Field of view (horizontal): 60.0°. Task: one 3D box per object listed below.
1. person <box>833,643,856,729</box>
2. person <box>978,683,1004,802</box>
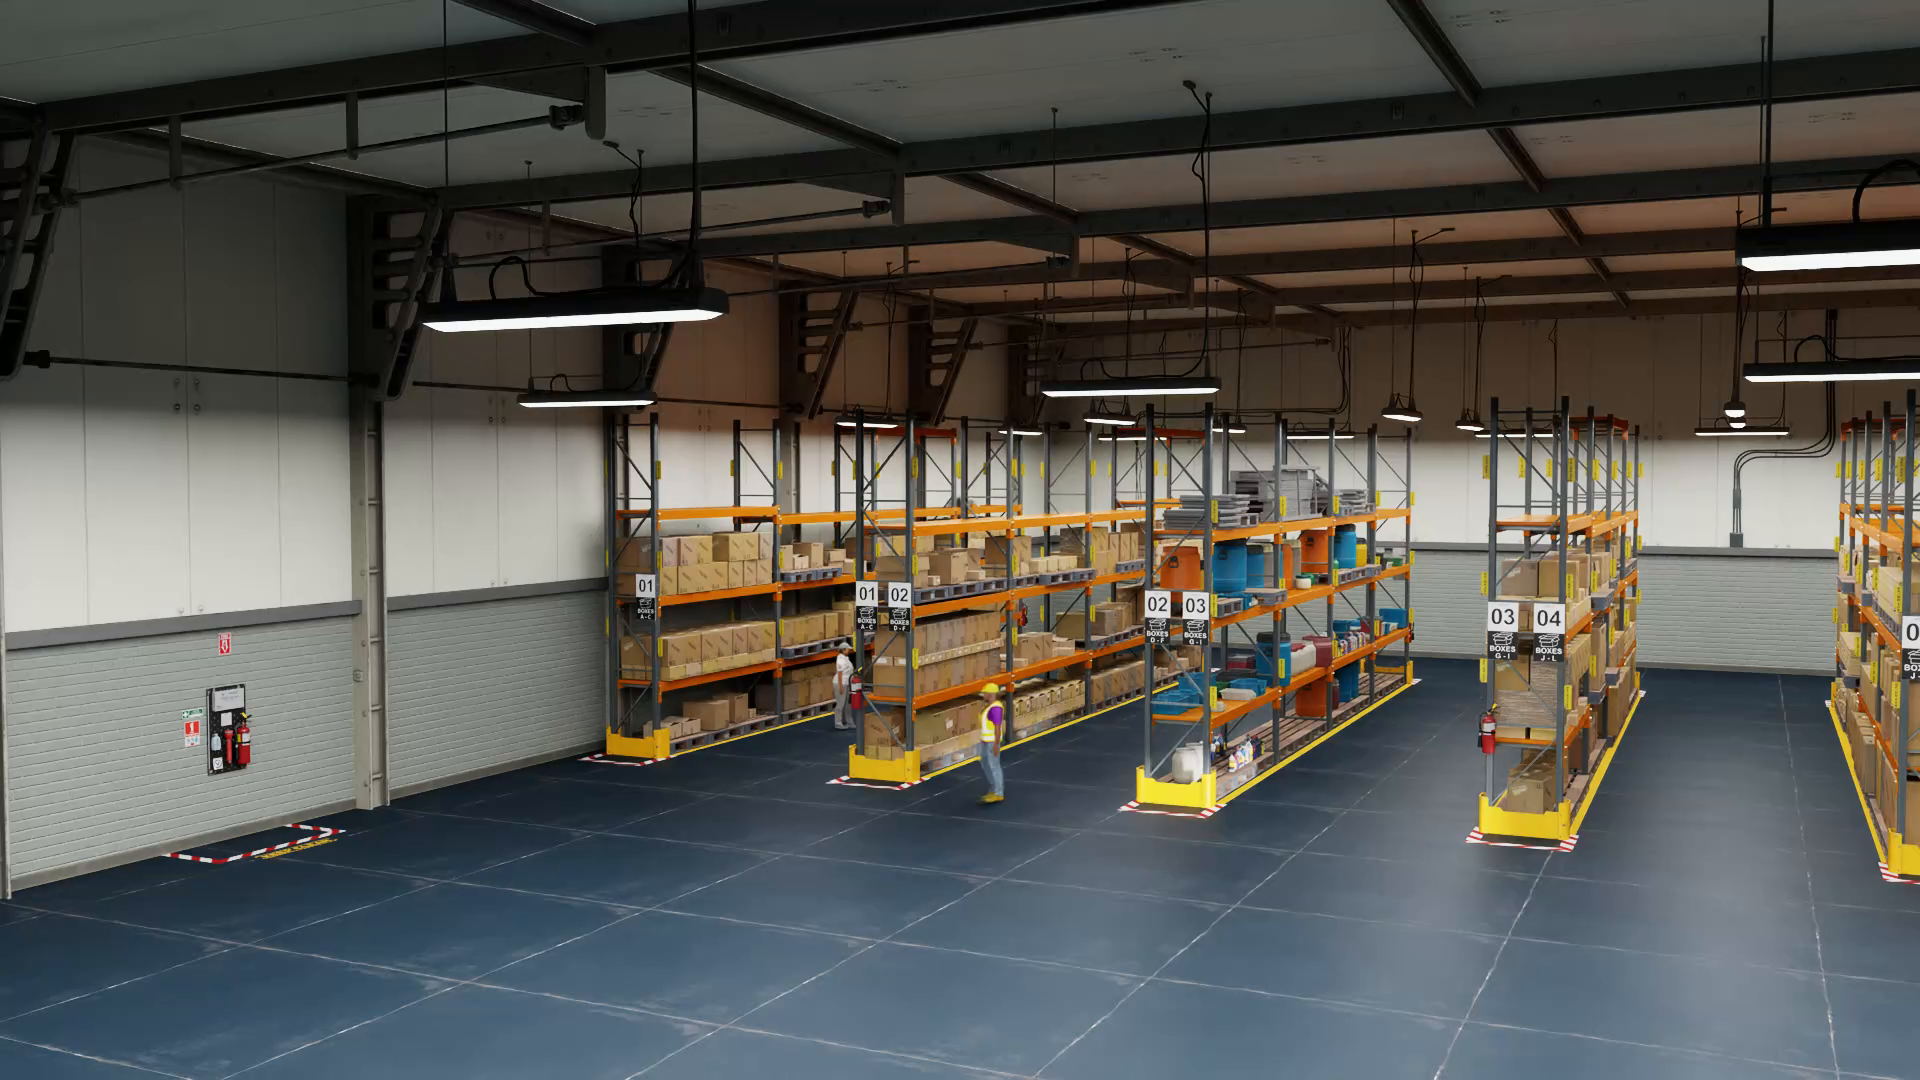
[{"bbox_3d":[-2.219,2.836,32.199,0.476,1.693,0.539,0,2,11],"label":"person"},{"bbox_3d":[0.467,3.060,25.122,0.356,1.796,0.666,-1,2,-16],"label":"person"}]
